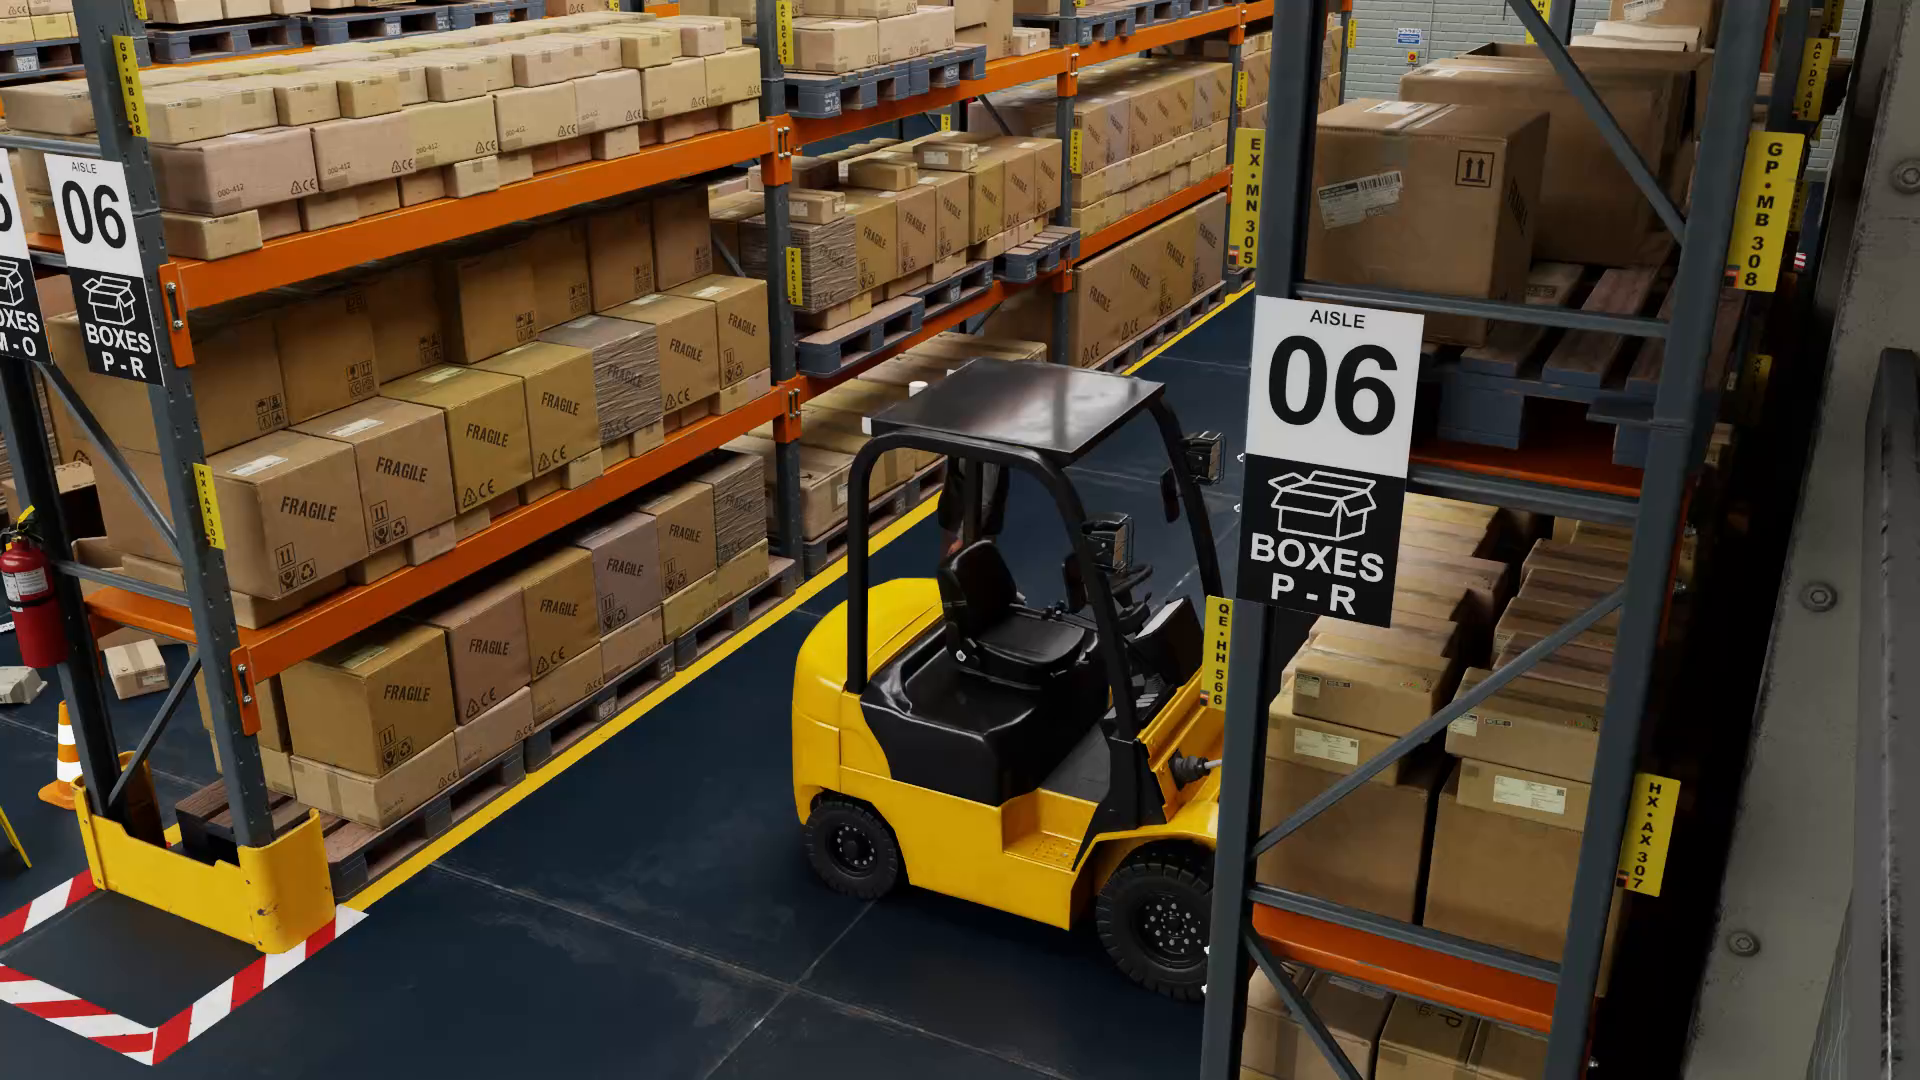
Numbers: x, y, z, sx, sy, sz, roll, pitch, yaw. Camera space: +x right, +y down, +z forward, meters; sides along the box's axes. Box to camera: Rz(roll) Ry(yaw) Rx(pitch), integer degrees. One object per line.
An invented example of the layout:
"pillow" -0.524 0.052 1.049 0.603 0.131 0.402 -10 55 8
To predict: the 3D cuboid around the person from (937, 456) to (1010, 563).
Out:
"person" -0.024 -0.066 8.762 0.568 1.720 0.630 -1 23 -2
